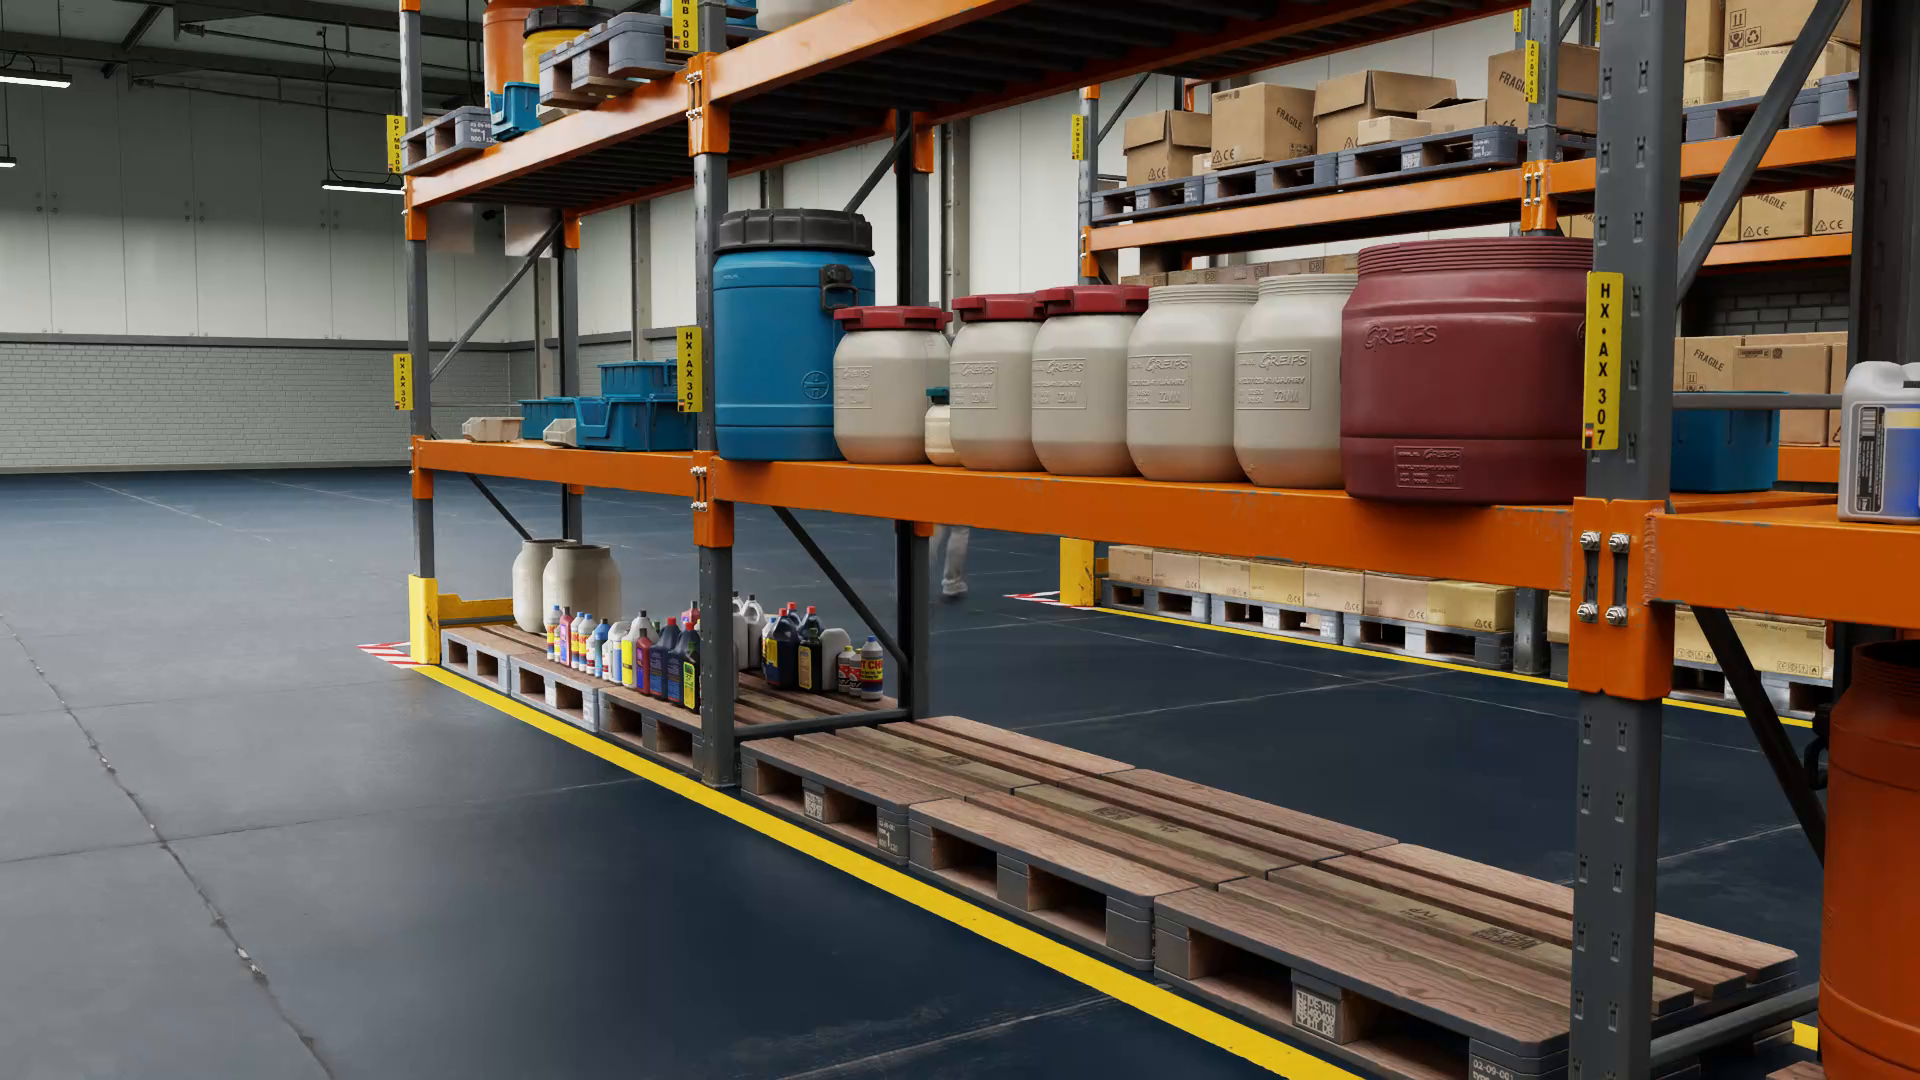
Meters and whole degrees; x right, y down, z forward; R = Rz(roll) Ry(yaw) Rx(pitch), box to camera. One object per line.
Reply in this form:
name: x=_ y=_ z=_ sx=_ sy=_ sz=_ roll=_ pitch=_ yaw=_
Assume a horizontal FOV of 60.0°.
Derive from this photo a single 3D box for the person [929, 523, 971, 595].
person: x=-0.070 y=-0.436 z=12.945 sx=0.577 sy=1.744 sz=0.586 roll=2 pitch=5 yaw=19
